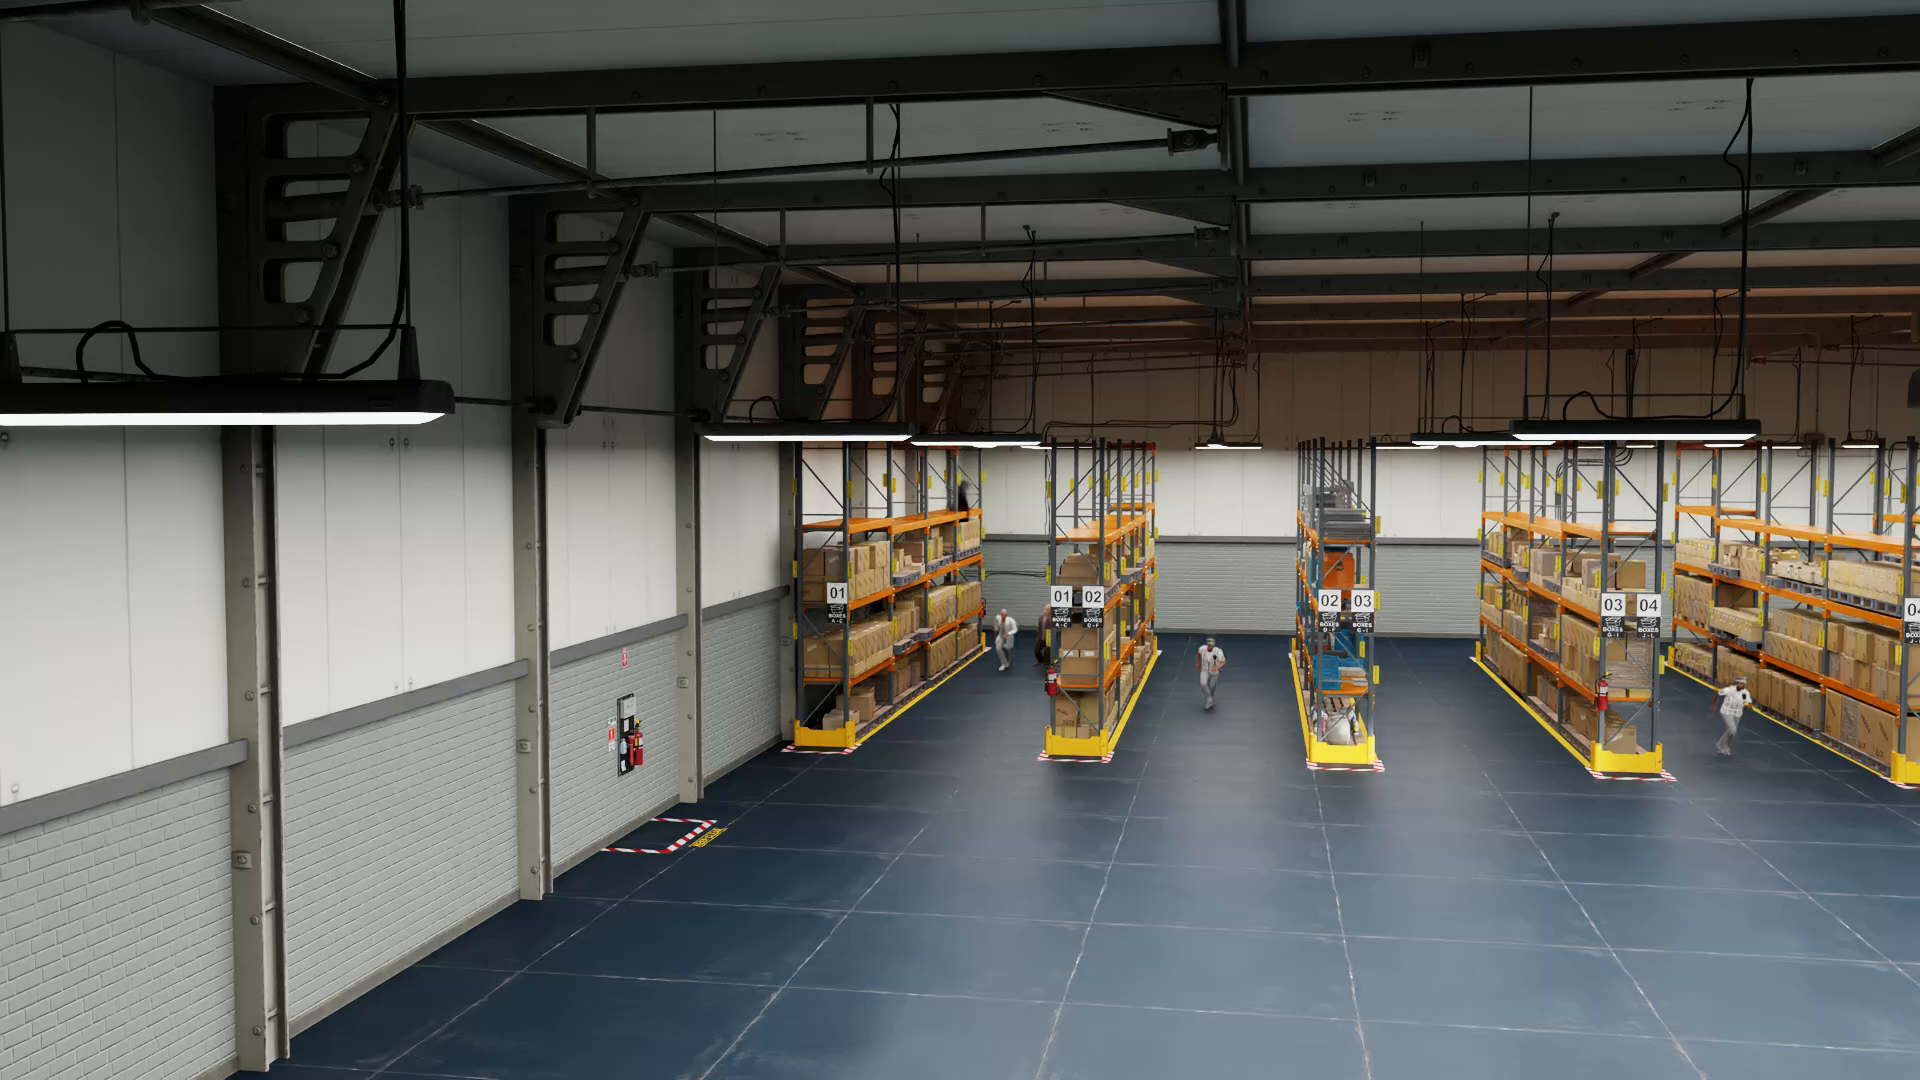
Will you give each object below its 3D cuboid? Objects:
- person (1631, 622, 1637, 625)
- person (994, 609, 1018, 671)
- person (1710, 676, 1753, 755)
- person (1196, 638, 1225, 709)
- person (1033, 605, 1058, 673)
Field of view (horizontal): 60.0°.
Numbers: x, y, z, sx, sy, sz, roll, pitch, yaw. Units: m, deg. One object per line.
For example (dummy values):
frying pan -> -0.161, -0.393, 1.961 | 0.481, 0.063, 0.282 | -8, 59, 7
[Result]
person -> 18.484, 2.460, 45.434 | 0.747, 1.713, 0.831 | -1, 3, -13
person -> 1.218, 2.587, 43.678 | 0.725, 1.616, 1.154 | 1, 3, 16
person -> 14.486, 3.282, 31.194 | 0.570, 1.539, 0.960 | 0, 3, -7
person -> 5.621, 2.951, 37.261 | 0.687, 1.582, 1.073 | 1, 3, 15
person -> 2.219, 2.571, 43.232 | 0.822, 1.757, 0.595 | 2, 4, 33
